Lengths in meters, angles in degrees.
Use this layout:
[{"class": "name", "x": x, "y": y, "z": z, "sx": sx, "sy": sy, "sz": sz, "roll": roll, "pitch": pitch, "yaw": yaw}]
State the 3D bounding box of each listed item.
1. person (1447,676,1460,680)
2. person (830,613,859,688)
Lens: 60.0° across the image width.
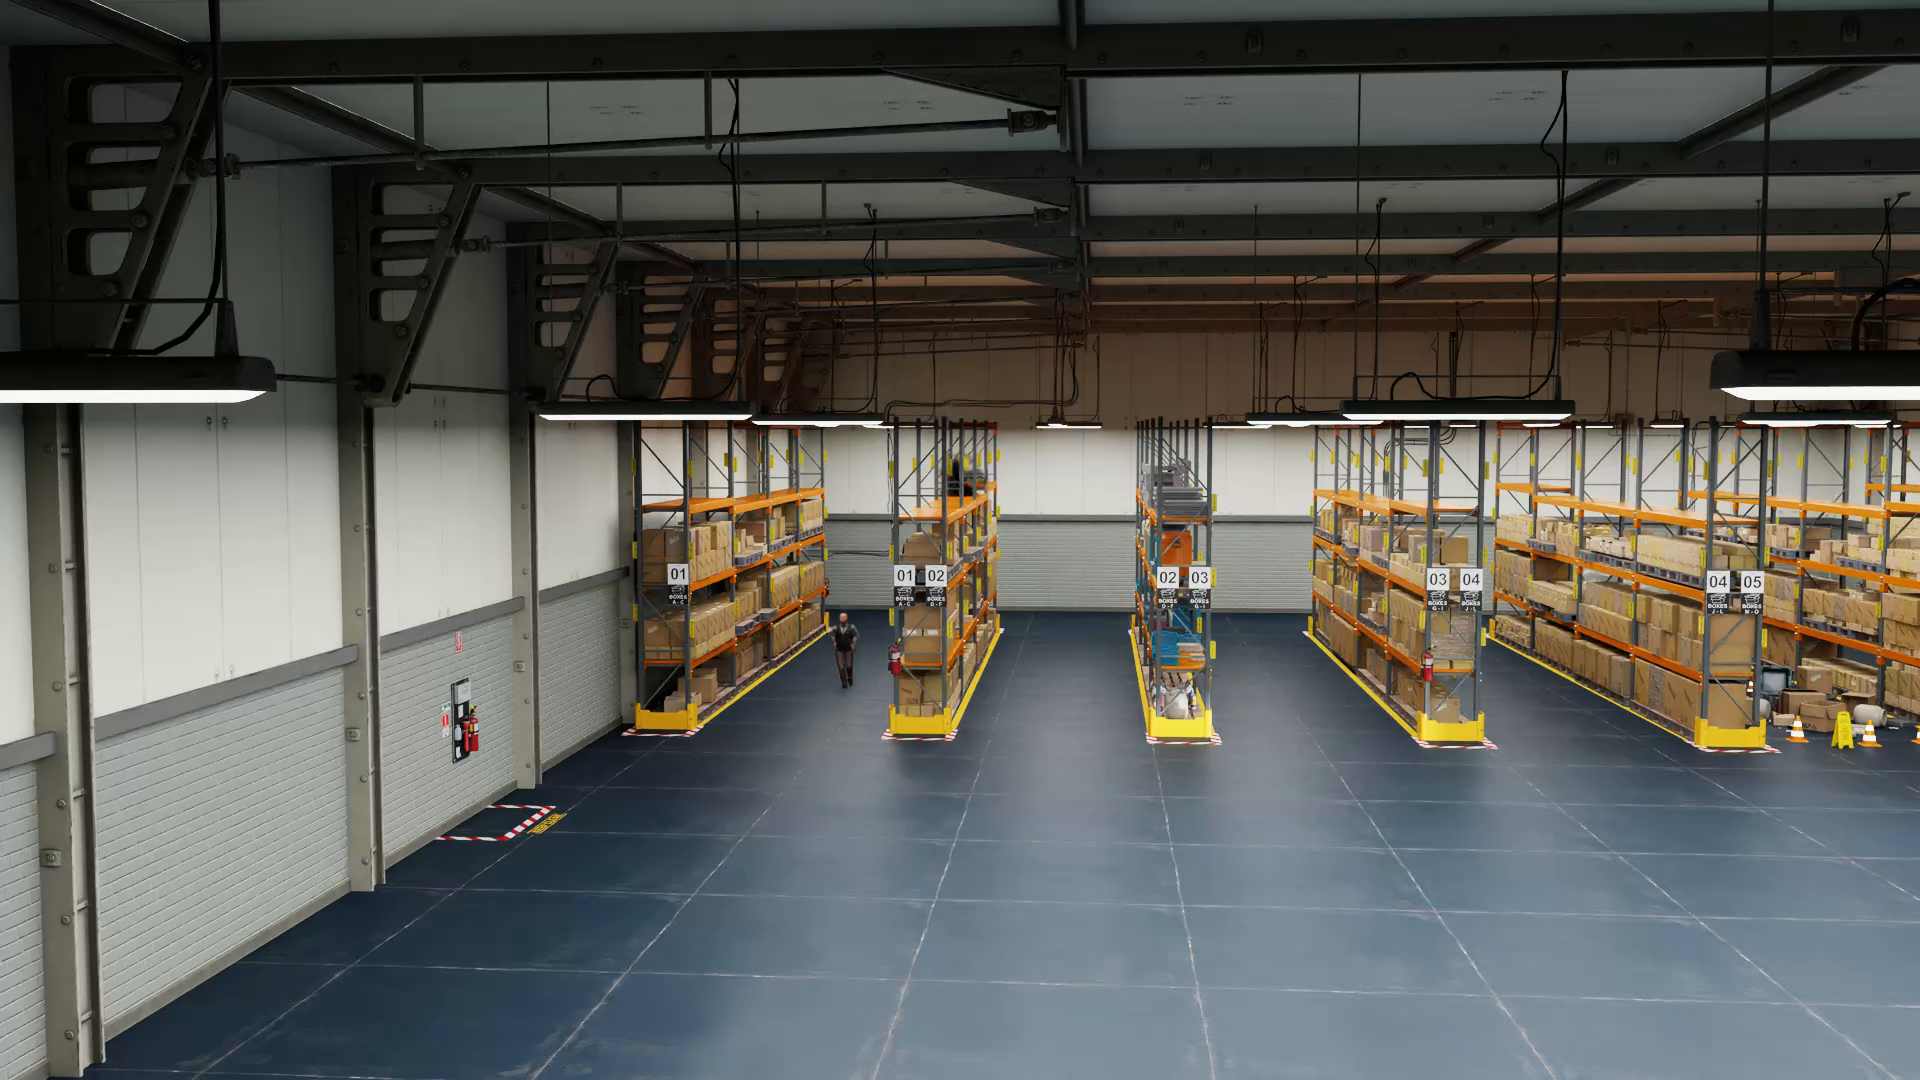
[{"class": "person", "x": 11.441, "y": 2.374, "z": 38.178, "sx": 0.697, "sy": 1.715, "sz": 0.672, "roll": 0, "pitch": 4, "yaw": 1}, {"class": "person", "x": -2.573, "y": 2.464, "z": 36.930, "sx": 0.635, "sy": 1.676, "sz": 0.563, "roll": 0, "pitch": 4, "yaw": 1}]
